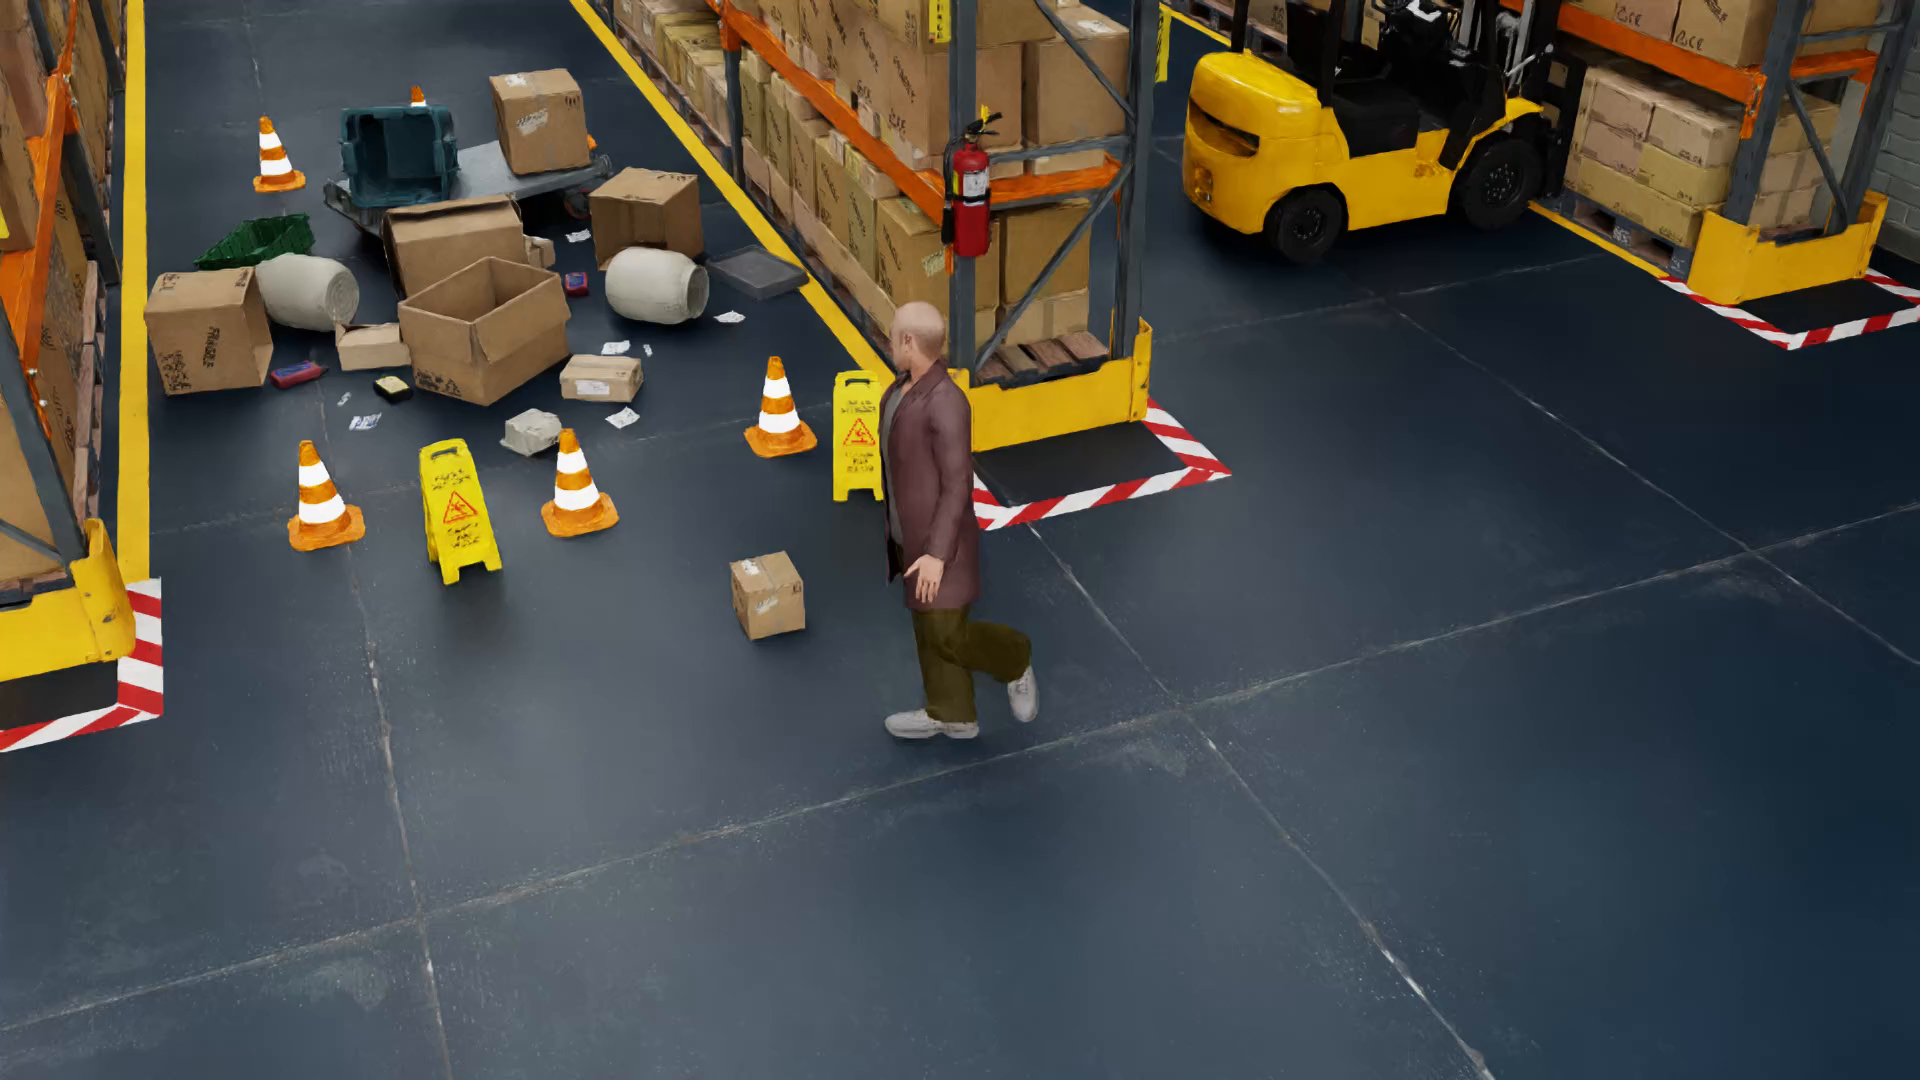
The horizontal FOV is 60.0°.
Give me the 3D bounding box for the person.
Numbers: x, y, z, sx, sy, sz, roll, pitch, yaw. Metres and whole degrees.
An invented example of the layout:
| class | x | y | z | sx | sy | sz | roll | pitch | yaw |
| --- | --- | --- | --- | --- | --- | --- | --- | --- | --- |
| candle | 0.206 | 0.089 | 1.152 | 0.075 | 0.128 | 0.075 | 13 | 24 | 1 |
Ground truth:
| class | x | y | z | sx | sy | sz | roll | pitch | yaw |
| --- | --- | --- | --- | --- | --- | --- | --- | --- | --- |
| person | -0.031 | -0.053 | 6.261 | 0.634 | 1.741 | 0.648 | -16 | 36 | -23 |
